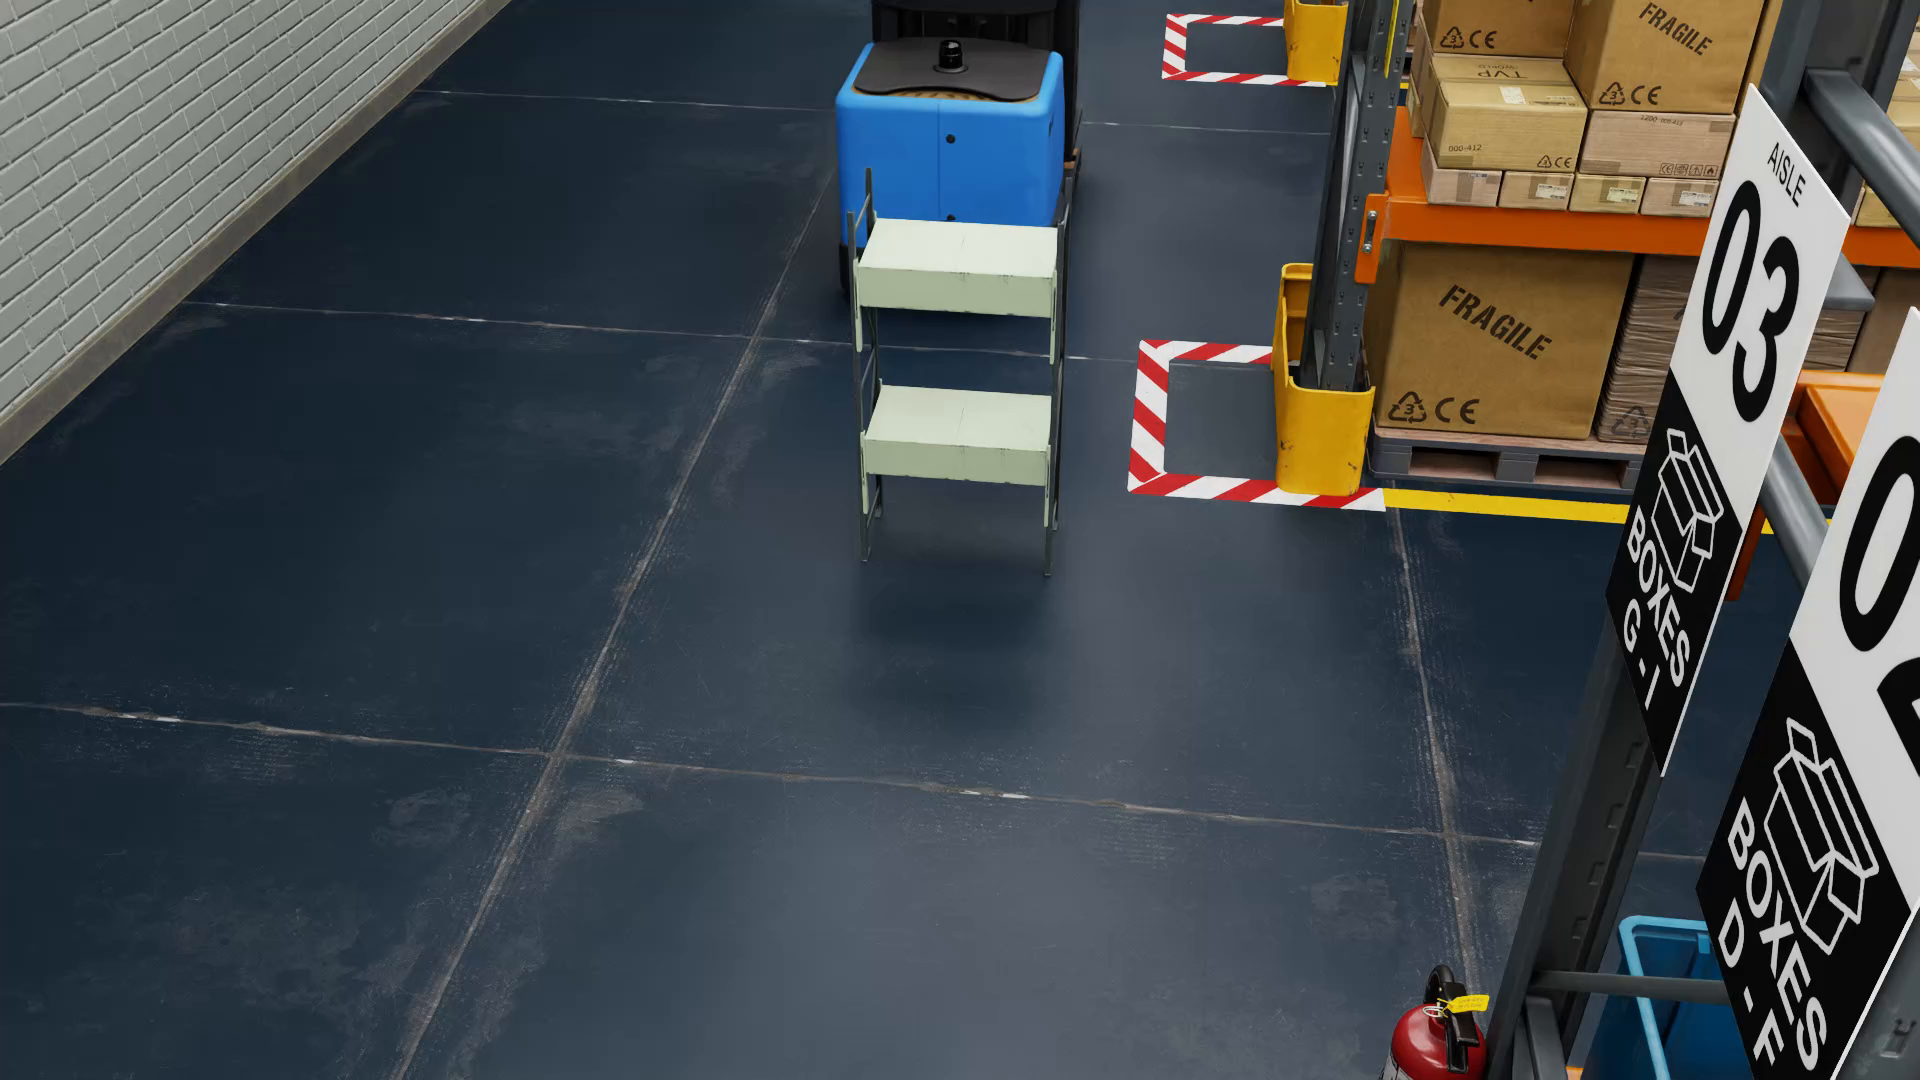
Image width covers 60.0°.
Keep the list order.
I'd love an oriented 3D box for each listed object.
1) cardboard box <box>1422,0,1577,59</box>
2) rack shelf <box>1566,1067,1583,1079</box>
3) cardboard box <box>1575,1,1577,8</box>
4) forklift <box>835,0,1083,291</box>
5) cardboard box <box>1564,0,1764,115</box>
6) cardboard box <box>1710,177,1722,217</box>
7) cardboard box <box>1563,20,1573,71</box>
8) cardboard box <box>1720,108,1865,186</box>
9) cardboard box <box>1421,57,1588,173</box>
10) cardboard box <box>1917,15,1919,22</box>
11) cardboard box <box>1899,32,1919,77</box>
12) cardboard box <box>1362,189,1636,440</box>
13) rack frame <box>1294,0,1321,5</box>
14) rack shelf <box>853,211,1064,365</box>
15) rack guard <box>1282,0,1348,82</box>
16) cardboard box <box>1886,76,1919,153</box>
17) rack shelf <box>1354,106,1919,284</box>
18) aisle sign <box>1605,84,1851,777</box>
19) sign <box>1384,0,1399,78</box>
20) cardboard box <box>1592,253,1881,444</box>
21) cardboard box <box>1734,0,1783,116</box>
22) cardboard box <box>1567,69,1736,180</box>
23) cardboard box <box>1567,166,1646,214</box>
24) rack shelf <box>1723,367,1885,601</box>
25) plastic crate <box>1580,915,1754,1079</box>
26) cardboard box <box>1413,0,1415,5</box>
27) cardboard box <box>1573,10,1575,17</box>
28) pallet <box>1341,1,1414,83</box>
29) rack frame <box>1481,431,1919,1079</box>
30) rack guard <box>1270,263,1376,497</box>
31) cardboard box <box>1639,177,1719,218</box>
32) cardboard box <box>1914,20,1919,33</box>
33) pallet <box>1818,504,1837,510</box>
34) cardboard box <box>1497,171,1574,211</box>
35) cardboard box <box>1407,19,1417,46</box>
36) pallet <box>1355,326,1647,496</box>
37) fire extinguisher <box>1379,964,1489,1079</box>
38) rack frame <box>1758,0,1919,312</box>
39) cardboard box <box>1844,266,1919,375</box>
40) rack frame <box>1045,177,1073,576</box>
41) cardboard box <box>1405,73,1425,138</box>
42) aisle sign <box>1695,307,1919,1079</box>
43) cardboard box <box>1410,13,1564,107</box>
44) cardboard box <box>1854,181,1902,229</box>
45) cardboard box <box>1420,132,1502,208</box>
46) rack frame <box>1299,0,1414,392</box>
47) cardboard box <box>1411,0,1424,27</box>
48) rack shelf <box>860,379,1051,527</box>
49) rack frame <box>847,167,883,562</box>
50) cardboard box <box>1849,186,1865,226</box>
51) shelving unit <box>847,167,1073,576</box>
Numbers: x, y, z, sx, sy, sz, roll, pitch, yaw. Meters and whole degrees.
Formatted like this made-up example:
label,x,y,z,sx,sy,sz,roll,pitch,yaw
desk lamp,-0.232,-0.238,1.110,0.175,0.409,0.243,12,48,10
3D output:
label,x,y,z,sx,sy,sz,roll,pitch,yaw
cardboard box,2.125,-2.227,6.515,0.500,0.500,0.500,5,36,7
rack shelf,2.961,1.549,2.617,4.000,0.370,1.077,4,36,6
cardboard box,3.869,-3.574,10.757,0.250,0.149,0.380,6,36,8
forklift,0.113,-3.218,8.736,1.130,2.935,3.031,5,36,7
cardboard box,2.546,-1.883,6.034,0.500,0.500,0.500,3,36,5
cardboard box,2.938,-1.352,6.279,0.250,0.149,0.380,4,36,5
cardboard box,2.626,-1.885,6.682,0.500,0.250,0.500,4,36,5
cardboard box,3.064,-1.541,6.200,0.500,0.250,0.500,3,36,4
cardboard box,2.050,-1.615,6.304,0.500,0.250,0.500,3,36,5
cardboard box,5.921,-3.429,10.554,0.250,0.149,0.380,5,36,7
cardboard box,3.648,-1.812,6.579,0.500,0.250,0.500,4,36,6
cardboard box,2.253,-1.051,7.108,0.875,0.875,0.875,4,36,6
rack frame,2.340,-4.596,10.608,0.127,3.000,1.000,4,36,6
rack shelf,0.007,-0.928,6.087,0.720,0.370,0.431,4,36,6
rack guard,2.415,-3.573,11.326,0.348,0.500,1.175,4,36,6
cardboard box,3.582,-1.505,6.150,0.500,0.250,0.500,4,36,5
rack shelf,3.592,-1.305,6.616,4.000,0.370,1.077,4,36,6
aisle sign,0.943,-0.124,2.104,0.004,0.787,0.394,4,36,6
sign,1.531,-1.811,5.892,0.005,0.325,0.100,4,36,6
cardboard box,3.156,-0.984,7.013,0.875,0.875,0.875,4,36,6
cardboard box,3.060,-1.848,5.985,0.500,0.500,0.500,3,36,5
cardboard box,2.566,-1.580,6.255,0.500,0.250,0.500,4,36,5
cardboard box,2.427,-1.390,6.332,0.250,0.149,0.380,3,36,5
rack shelf,2.961,0.328,1.746,4.000,0.370,1.077,4,36,6
plastic crate,1.333,0.986,2.704,0.499,0.435,0.616,4,36,6
cardboard box,2.816,-3.615,10.813,0.250,0.149,0.380,3,36,4
cardboard box,3.861,-3.475,10.873,0.250,0.149,0.380,3,36,4
pallet,3.217,-3.375,11.298,1.213,0.211,1.003,4,36,6
rack frame,0.977,1.108,2.616,0.127,3.000,1.000,4,36,6
rack guard,1.584,-0.730,7.343,0.348,0.500,1.175,4,36,6
cardboard box,2.686,-1.372,6.306,0.250,0.149,0.380,4,36,5
cardboard box,5.955,-3.272,10.589,0.250,0.149,0.380,5,36,7
pallet,3.618,-0.505,7.276,1.213,0.211,1.003,4,36,6
cardboard box,2.173,-1.409,6.359,0.250,0.149,0.380,4,36,5
cardboard box,3.089,-3.412,11.041,0.250,0.149,0.380,4,36,6
pallet,2.411,-0.597,7.405,1.213,0.211,1.003,4,36,6
fire extinguisher,0.885,1.018,3.129,0.183,0.674,0.296,4,36,6
rack frame,0.977,-1.334,0.873,0.127,3.000,1.000,4,36,6
cardboard box,4.038,-0.918,6.921,0.875,0.875,0.875,4,36,6
rack frame,0.370,-0.583,6.276,0.023,1.500,0.400,4,36,6
cardboard box,2.003,-1.807,6.916,0.250,0.149,0.380,5,36,7
aisle sign,0.868,0.216,1.628,0.004,0.787,0.394,4,36,6
cardboard box,2.123,-1.923,6.735,0.500,0.250,0.500,4,36,5
cardboard box,3.444,-1.314,6.226,0.250,0.149,0.380,3,36,5
cardboard box,1.918,-1.427,6.384,0.250,0.149,0.380,5,36,6
rack frame,1.608,-1.746,6.614,0.127,3.000,1.000,4,36,6
cardboard box,3.091,-3.489,10.892,0.250,0.149,0.380,4,36,6
rack shelf,0.007,-0.345,6.503,0.720,0.370,0.431,4,36,6
rack frame,-0.356,-0.637,6.352,0.023,1.500,0.400,4,36,6
cardboard box,3.194,-1.334,6.253,0.250,0.149,0.380,4,36,5
shelving unit,0.007,-0.610,6.314,0.755,1.500,0.431,4,36,6
